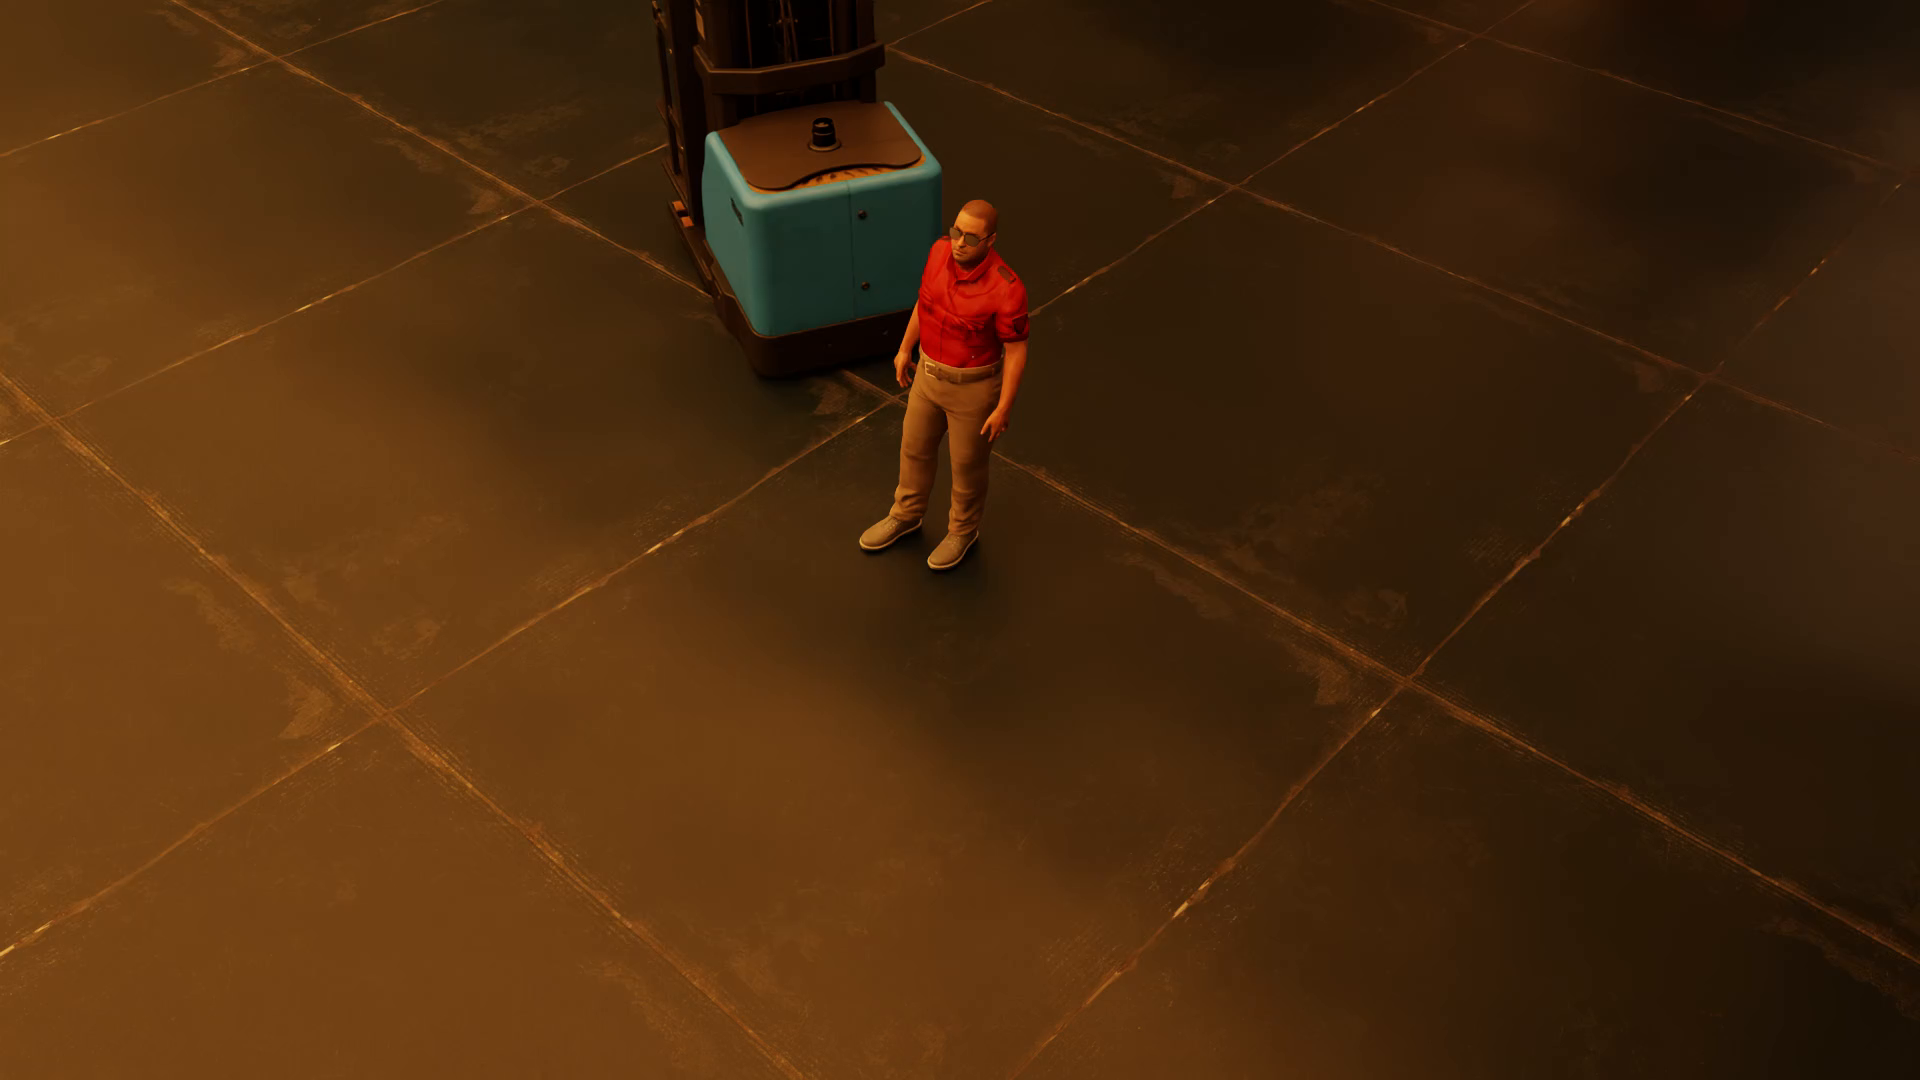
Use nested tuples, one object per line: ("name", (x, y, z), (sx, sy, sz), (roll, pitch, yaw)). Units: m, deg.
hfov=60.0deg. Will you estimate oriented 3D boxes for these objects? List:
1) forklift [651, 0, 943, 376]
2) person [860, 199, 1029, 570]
("forklift", (-1.079, -2.920, 8.831), (1.130, 2.935, 3.031), (-14, 43, -16))
("person", (-0.069, -0.624, 7.066), (0.641, 1.728, 0.550), (31, 49, 31))
